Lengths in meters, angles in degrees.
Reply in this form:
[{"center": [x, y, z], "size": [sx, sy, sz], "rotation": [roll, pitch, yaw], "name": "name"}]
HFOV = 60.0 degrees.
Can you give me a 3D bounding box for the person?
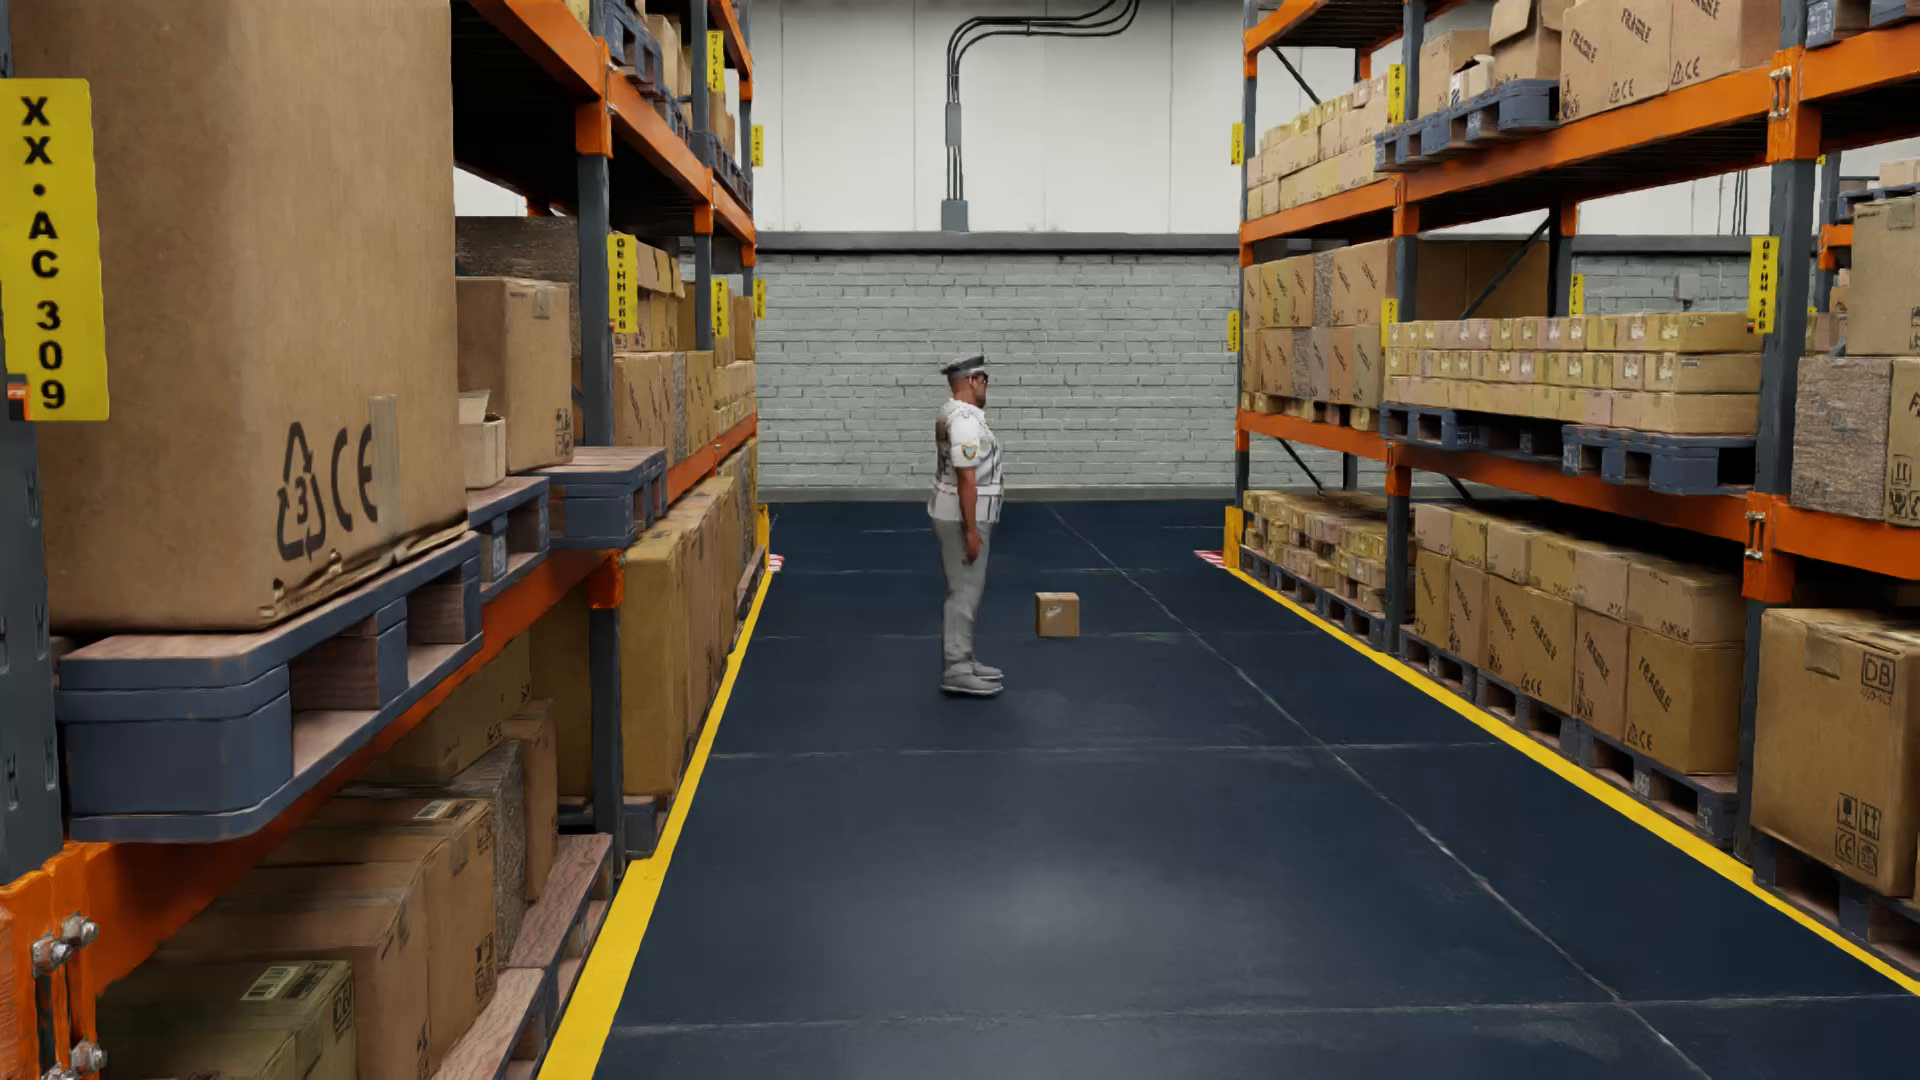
[{"center": [0.039, -0.097, 8.800], "size": [0.419, 1.770, 0.577], "rotation": [-1, 7, -7], "name": "person"}]
